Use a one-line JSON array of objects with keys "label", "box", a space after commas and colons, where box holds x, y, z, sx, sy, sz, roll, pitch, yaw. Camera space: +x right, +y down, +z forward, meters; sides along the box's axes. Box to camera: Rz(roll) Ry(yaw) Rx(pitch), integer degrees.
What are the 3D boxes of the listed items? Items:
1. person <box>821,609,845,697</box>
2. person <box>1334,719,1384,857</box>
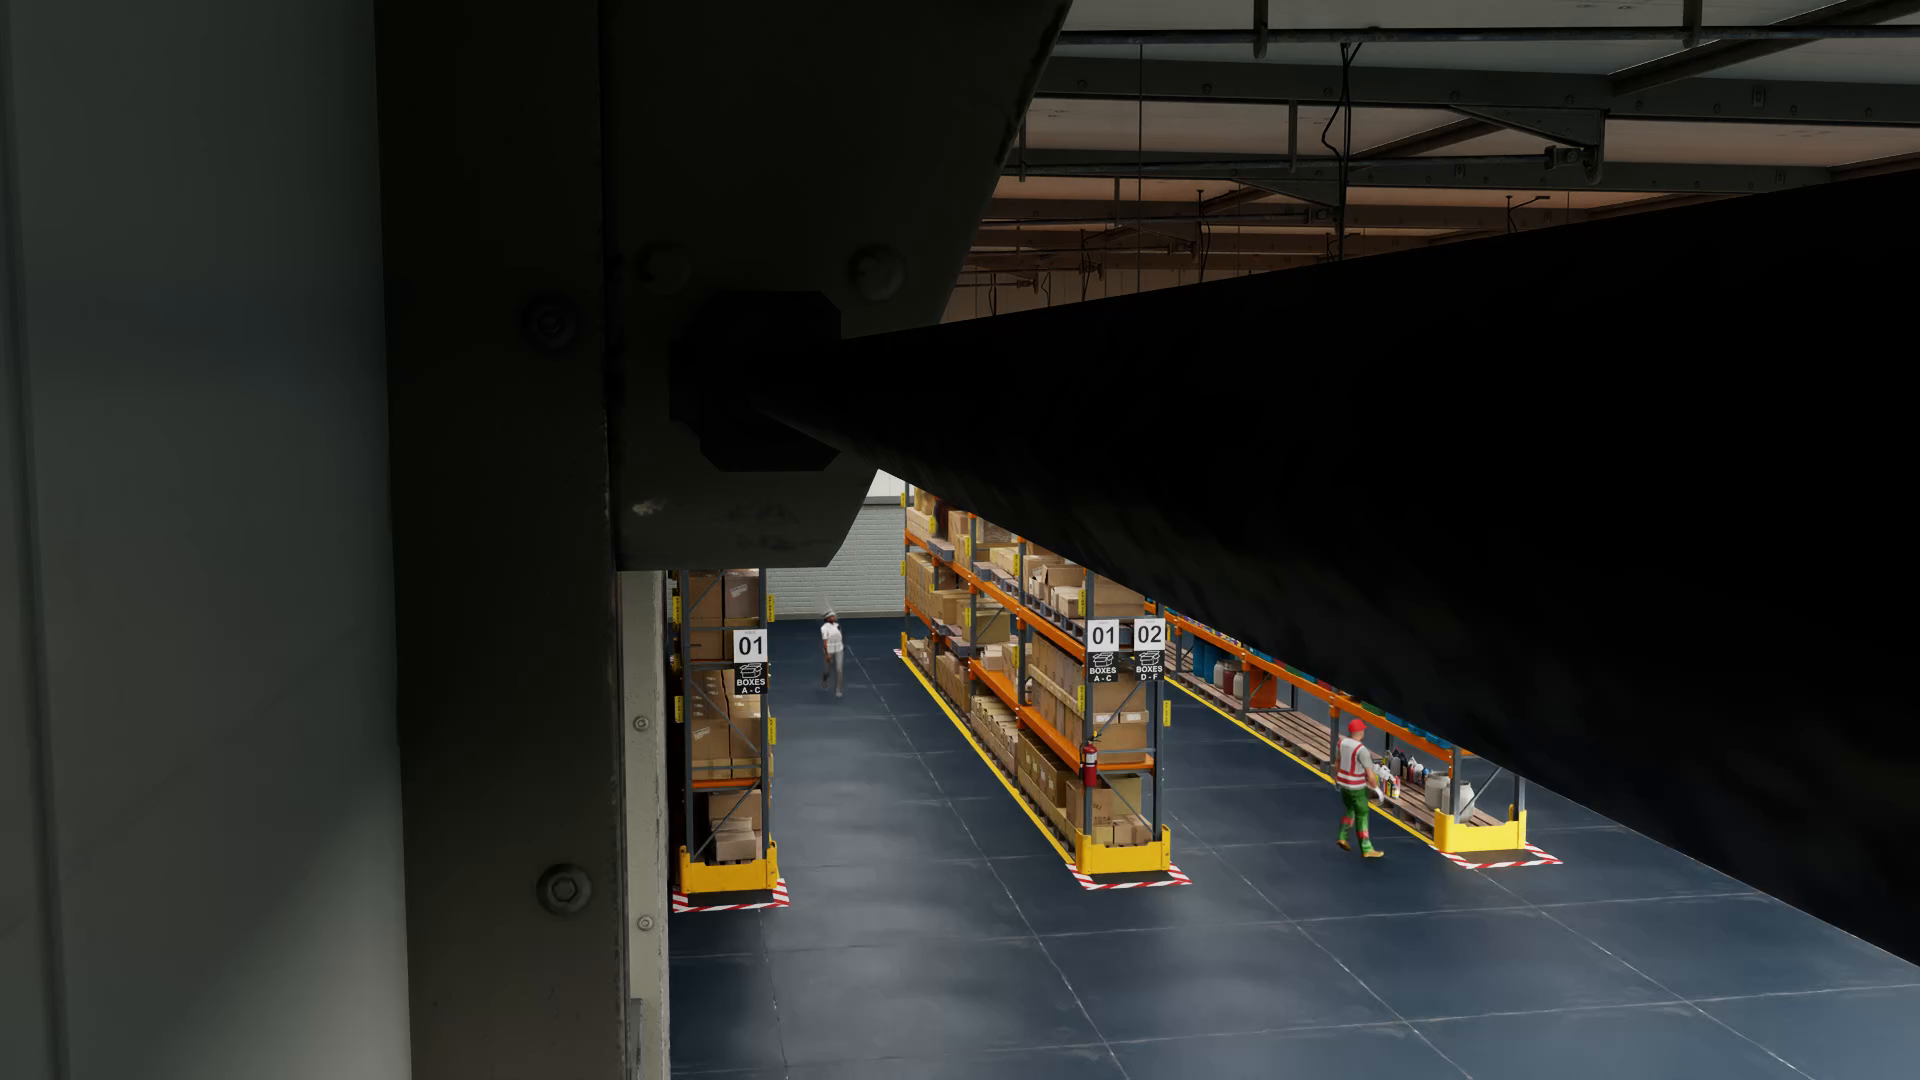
[{"label": "person", "box": [-2.435, 2.140, 31.902, 0.461, 1.658, 0.665, -1, 6, -12]}, {"label": "person", "box": [5.166, 3.199, 21.580, 0.518, 1.787, 0.709, -3, 7, -26]}]
